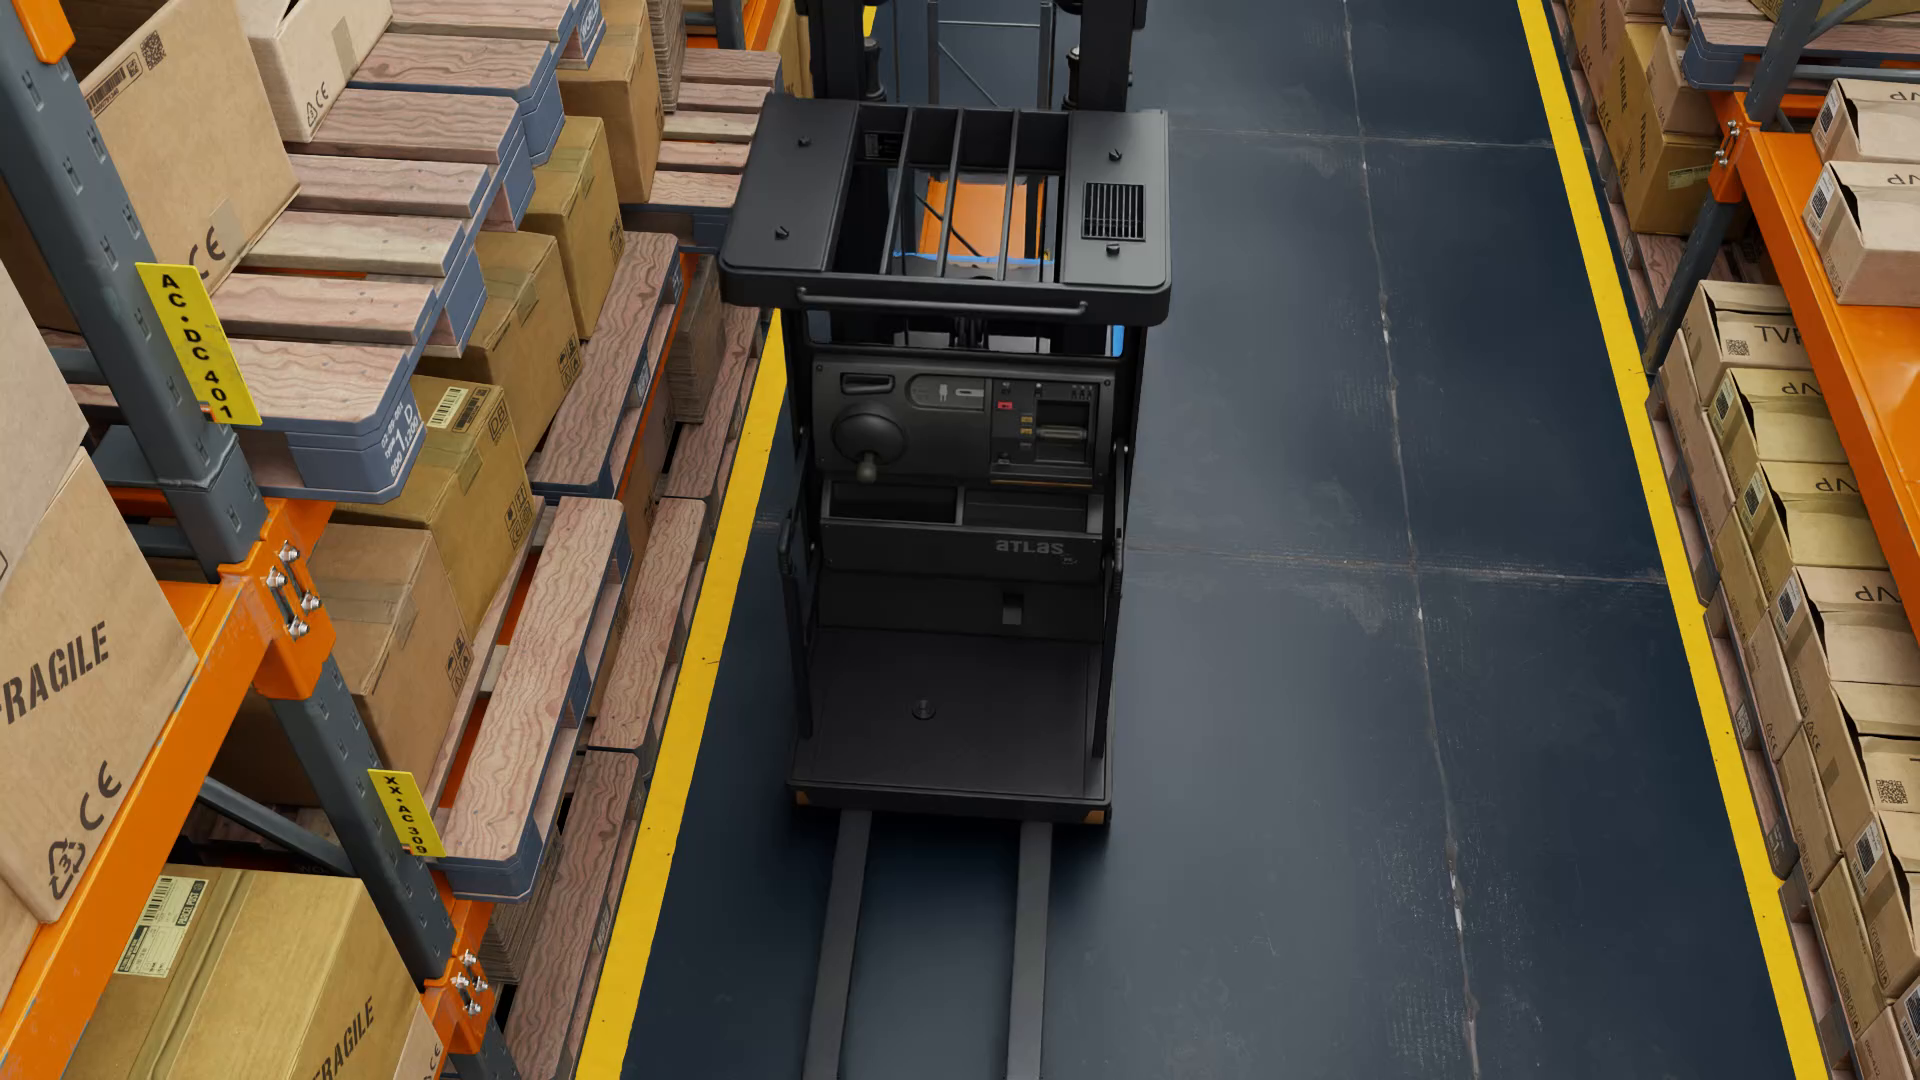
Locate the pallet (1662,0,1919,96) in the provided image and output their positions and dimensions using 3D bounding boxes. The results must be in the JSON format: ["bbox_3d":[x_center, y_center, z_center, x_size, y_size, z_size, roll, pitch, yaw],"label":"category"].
[{"bbox_3d":[3.555,-2.193,6.853,1.213,0.211,1.003,4,48,4],"label":"pallet"}]

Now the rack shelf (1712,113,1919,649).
[{"bbox_3d":[3.381,-0.043,5.244,1.077,0.370,4.000,4,48,4],"label":"rack shelf"}]

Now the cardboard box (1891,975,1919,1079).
[{"bbox_3d":[2.950,1.464,4.577,0.500,0.311,0.500,4,48,4],"label":"cardboard box"}]

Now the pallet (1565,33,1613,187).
[{"bbox_3d":[3.783,-2.254,8.669,1.003,0.211,1.213,4,48,4],"label":"pallet"}]

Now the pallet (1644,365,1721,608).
[{"bbox_3d":[3.449,-0.212,6.801,1.003,0.211,1.213,4,48,4],"label":"pallet"}]

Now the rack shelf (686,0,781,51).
[{"bbox_3d":[-1.188,-3.312,8.234,1.077,0.370,4.000,4,48,4],"label":"rack shelf"}]

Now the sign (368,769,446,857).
[{"bbox_3d":[-1.194,0.592,3.589,0.100,0.325,0.005,4,48,4],"label":"sign"}]

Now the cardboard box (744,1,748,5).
[{"bbox_3d":[-1.078,-2.418,7.086,0.380,0.149,0.250,4,48,4],"label":"cardboard box"}]

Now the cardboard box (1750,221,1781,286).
[{"bbox_3d":[3.889,-1.375,7.371,0.500,0.500,0.500,6,48,5],"label":"cardboard box"}]

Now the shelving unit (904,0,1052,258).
[{"bbox_3d":[0.080,-1.296,6.919,0.587,1.500,1.083,3,48,3],"label":"shelving unit"}]

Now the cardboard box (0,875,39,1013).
[{"bbox_3d":[-1.593,0.559,2.091,0.500,0.500,0.500,0,48,0],"label":"cardboard box"}]

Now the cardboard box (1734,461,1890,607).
[{"bbox_3d":[3.135,-0.032,5.945,0.500,0.311,0.500,3,48,2],"label":"cardboard box"}]

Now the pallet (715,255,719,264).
[{"bbox_3d":[-1.223,-1.719,8.179,1.003,0.211,1.213,4,48,4],"label":"pallet"}]

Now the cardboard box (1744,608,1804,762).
[{"bbox_3d":[3.090,0.525,5.816,0.500,0.250,0.500,5,48,4],"label":"cardboard box"}]

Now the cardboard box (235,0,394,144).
[{"bbox_3d":[-1.549,-1.119,3.484,0.500,0.311,0.500,5,48,5],"label":"cardboard box"}]

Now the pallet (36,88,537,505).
[{"bbox_3d":[-1.572,-0.542,3.307,1.213,0.211,1.003,4,48,4],"label":"pallet"}]

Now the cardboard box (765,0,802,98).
[{"bbox_3d":[-1.173,-2.033,7.749,0.750,0.750,0.750,3,48,3],"label":"cardboard box"}]

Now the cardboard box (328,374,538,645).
[{"bbox_3d":[-1.596,-0.110,4.452,0.700,0.500,0.500,8,48,8],"label":"cardboard box"}]

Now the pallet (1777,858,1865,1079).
[{"bbox_3d":[3.227,1.581,5.161,1.003,0.211,1.213,4,48,4],"label":"pallet"}]

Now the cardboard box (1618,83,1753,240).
[{"bbox_3d":[3.415,-1.763,7.726,0.500,0.500,0.500,6,48,5],"label":"cardboard box"}]

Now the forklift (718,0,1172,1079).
[{"bbox_3d":[-0.007,-0.257,4.999,1.130,2.935,3.031,3,48,3],"label":"forklift"}]

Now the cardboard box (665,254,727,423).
[{"bbox_3d":[-1.384,-0.858,6.898,0.700,0.500,0.500,4,48,4],"label":"cardboard box"}]

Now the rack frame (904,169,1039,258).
[{"bbox_3d":[0.040,-0.915,6.571,0.500,1.500,0.032,3,48,3],"label":"rack frame"}]

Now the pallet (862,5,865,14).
[{"bbox_3d":[-1.001,-3.512,9.819,1.003,0.211,1.213,4,48,4],"label":"pallet"}]

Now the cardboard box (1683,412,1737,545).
[{"bbox_3d":[3.178,-0.234,6.510,0.500,0.250,0.500,3,48,2],"label":"cardboard box"}]

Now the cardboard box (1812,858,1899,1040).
[{"bbox_3d":[2.996,1.275,5.130,0.500,0.250,0.500,3,48,3],"label":"cardboard box"}]

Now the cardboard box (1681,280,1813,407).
[{"bbox_3d":[3.223,-0.793,6.641,0.500,0.311,0.500,5,48,5],"label":"cardboard box"}]

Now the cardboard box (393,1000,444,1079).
[{"bbox_3d":[-1.476,1.266,3.647,0.500,0.250,0.500,4,48,4],"label":"cardboard box"}]

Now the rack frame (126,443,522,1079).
[{"bbox_3d":[-1.735,0.854,3.936,1.000,3.000,0.127,4,48,4],"label":"rack frame"}]

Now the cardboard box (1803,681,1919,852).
[{"bbox_3d":[3.039,0.715,5.262,0.500,0.311,0.500,4,48,3],"label":"cardboard box"}]

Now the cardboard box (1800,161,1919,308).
[{"bbox_3d":[3.289,-1.081,5.766,0.500,0.311,0.500,3,48,3],"label":"cardboard box"}]

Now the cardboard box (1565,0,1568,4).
[{"bbox_3d":[3.603,-3.268,9.102,0.500,0.500,0.500,4,48,4],"label":"cardboard box"}]

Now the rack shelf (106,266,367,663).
[{"bbox_3d":[-1.553,-1.385,4.439,1.077,0.370,4.000,4,48,4],"label":"rack shelf"}]

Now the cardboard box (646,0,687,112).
[{"bbox_3d":[-1.403,-1.922,6.109,0.700,0.500,0.500,-1,48,-1],"label":"cardboard box"}]

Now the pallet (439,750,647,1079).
[{"bbox_3d":[-1.665,1.223,5.489,1.003,0.211,1.213,4,48,4],"label":"pallet"}]

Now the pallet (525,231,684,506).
[{"bbox_3d":[-1.510,-0.563,5.363,1.003,0.211,1.213,4,48,4],"label":"pallet"}]

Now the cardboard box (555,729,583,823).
[{"bbox_3d":[-1.687,0.624,5.542,0.700,0.500,0.500,3,48,3],"label":"cardboard box"}]

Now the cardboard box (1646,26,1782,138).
[{"bbox_3d":[3.416,-2.058,7.487,0.500,0.250,0.500,6,48,5],"label":"cardboard box"}]

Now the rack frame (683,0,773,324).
[{"bbox_3d":[-1.370,-2.086,6.625,1.000,3.000,0.127,4,48,4],"label":"rack frame"}]

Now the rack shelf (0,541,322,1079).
[{"bbox_3d":[-1.917,1.554,1.751,1.077,0.370,4.000,4,48,4],"label":"rack shelf"}]

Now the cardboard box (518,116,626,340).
[{"bbox_3d":[-1.495,-1.005,5.270,0.700,0.500,0.500,4,48,4],"label":"cardboard box"}]

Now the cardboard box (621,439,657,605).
[{"bbox_3d":[-1.564,-0.120,6.223,0.700,0.500,0.500,4,48,3],"label":"cardboard box"}]

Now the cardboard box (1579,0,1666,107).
[{"bbox_3d":[3.504,-2.529,8.426,0.500,0.500,0.500,2,48,2],"label":"cardboard box"}]

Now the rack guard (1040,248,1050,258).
[{"bbox_3d":[0.119,-1.241,7.715,0.587,0.250,0.087,3,48,3],"label":"rack guard"}]
